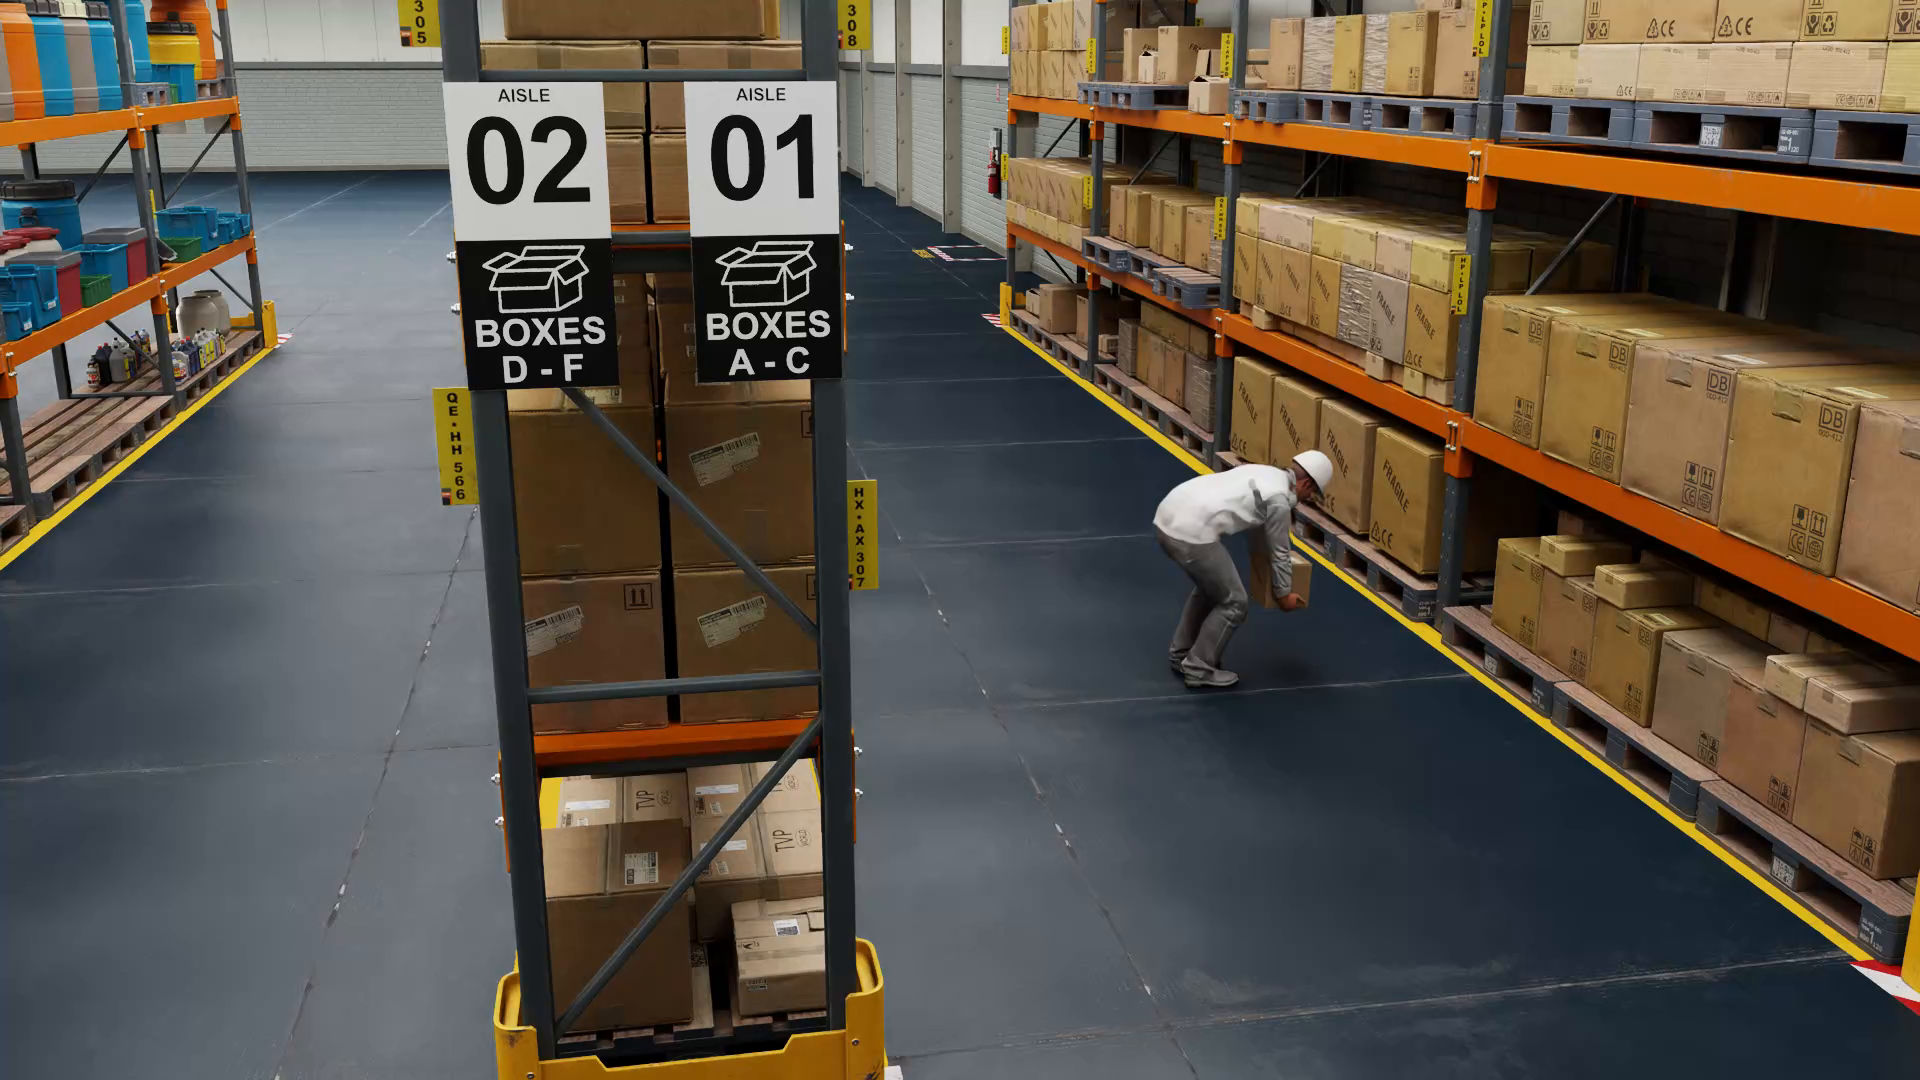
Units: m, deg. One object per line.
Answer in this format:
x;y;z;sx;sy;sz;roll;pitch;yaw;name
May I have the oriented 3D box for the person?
1.529;0.139;8.986;0.975;1.228;0.483;-4;17;-13;person
